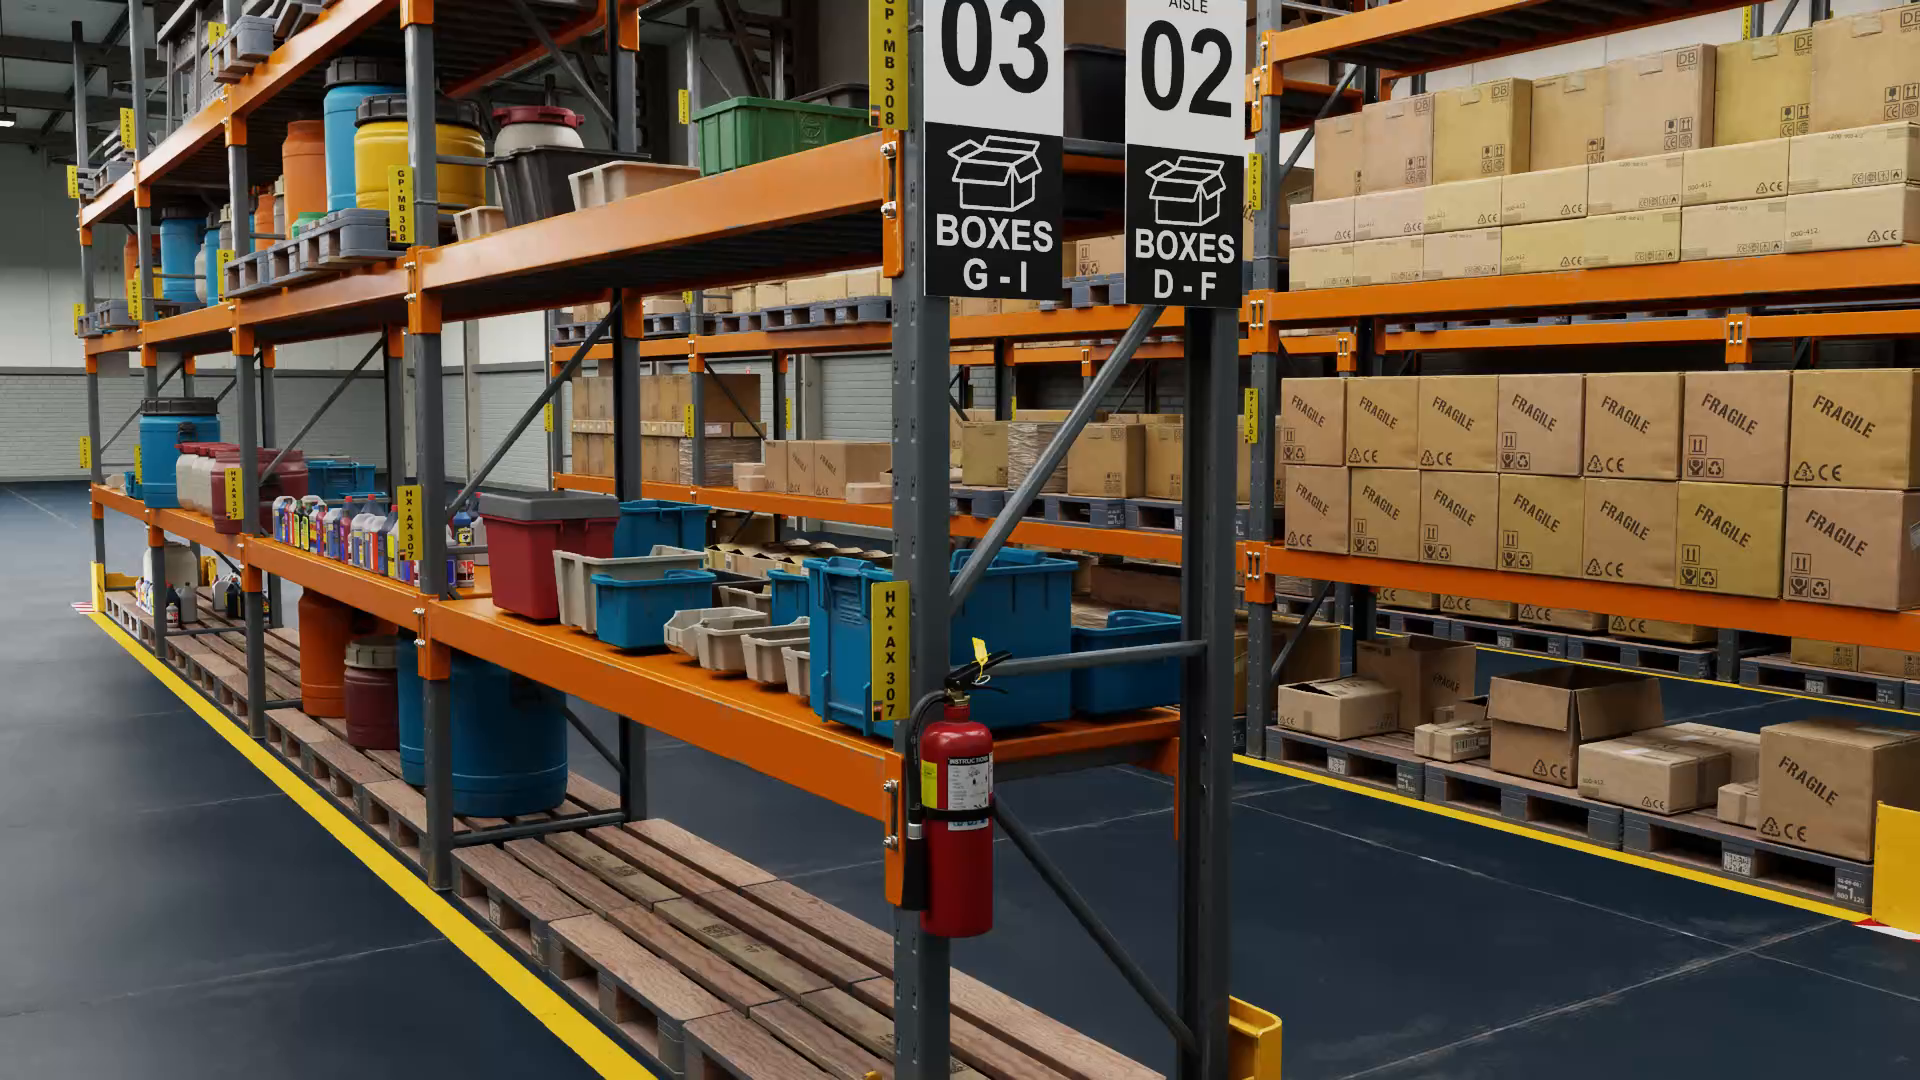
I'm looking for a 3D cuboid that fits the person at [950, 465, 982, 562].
[{"bbox_3d":[0.060,-0.015,16.299,0.528,1.653,0.403,-4,6,-36],"label":"person"}]
